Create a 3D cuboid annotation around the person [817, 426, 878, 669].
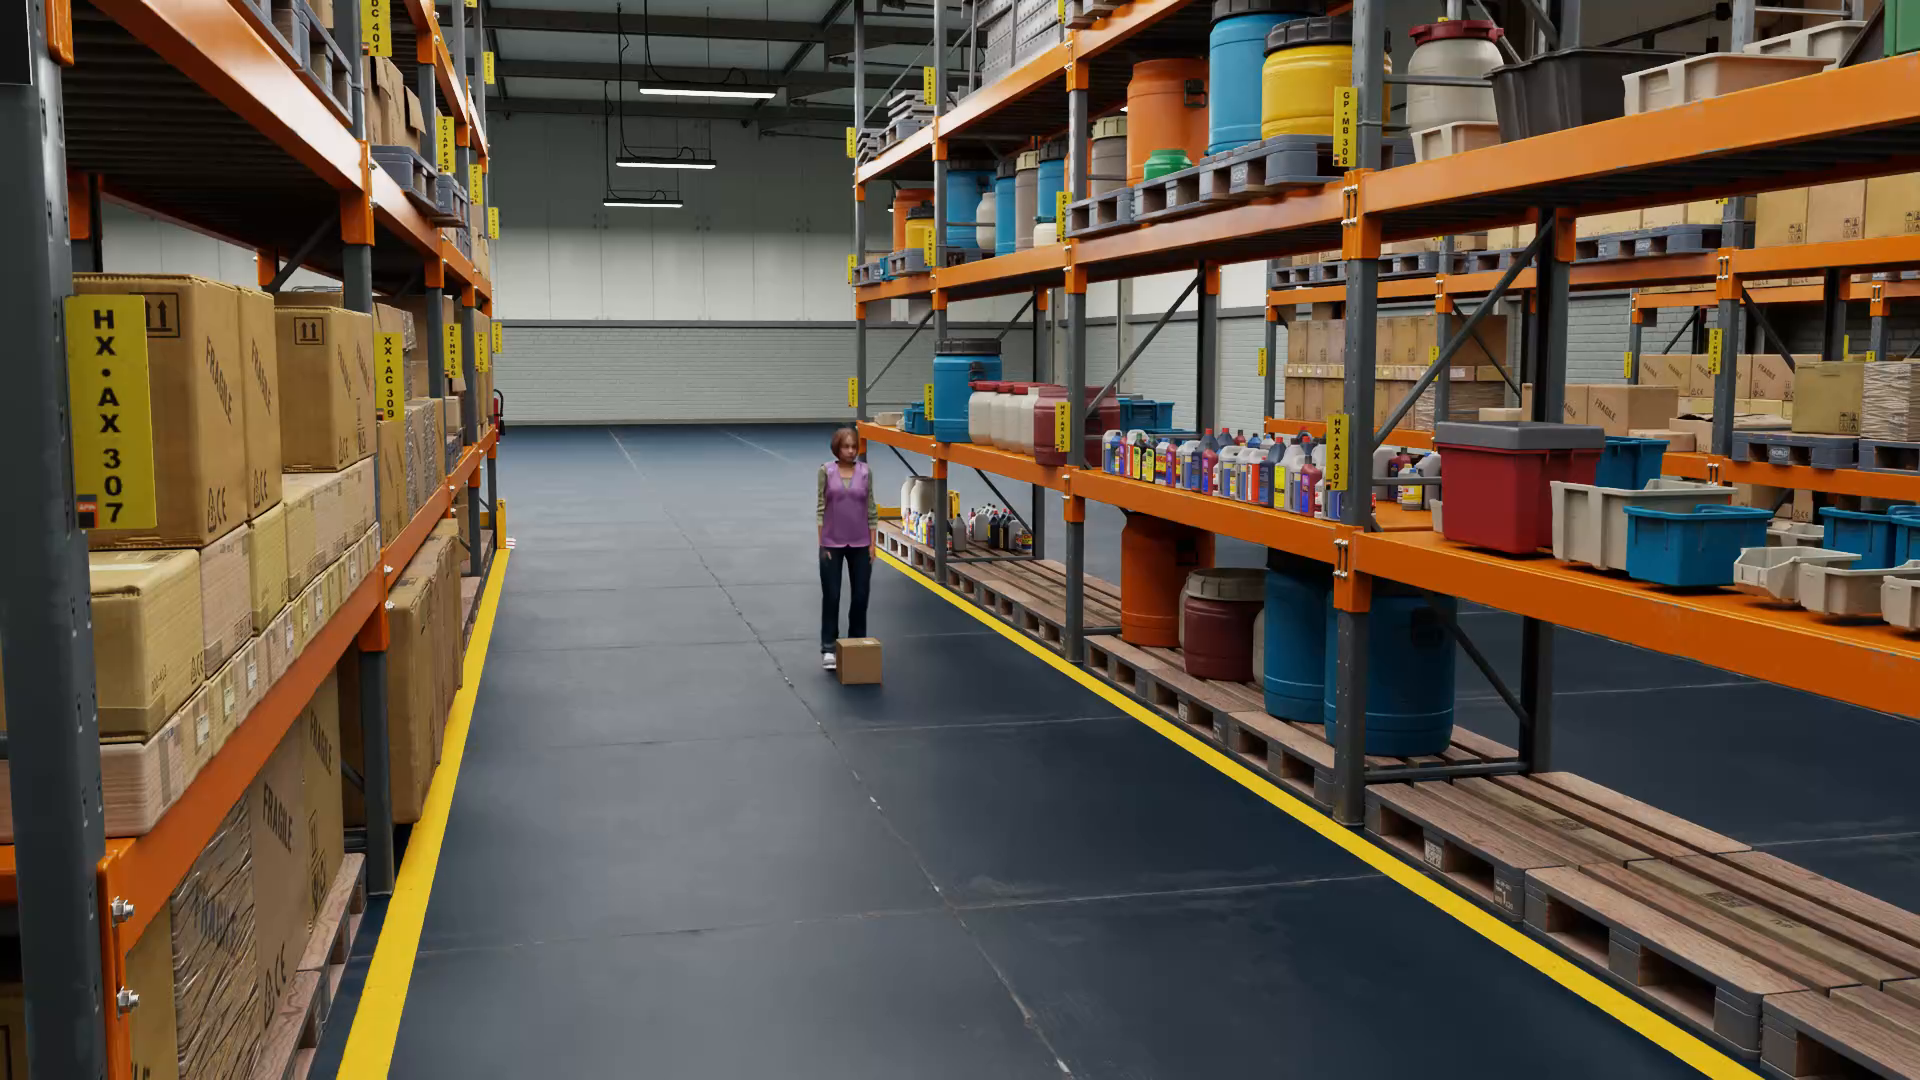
[{"bbox_3d":[-0.739,0.051,10.947,0.406,1.595,0.307,-1,6,-12],"label":"person"}]
